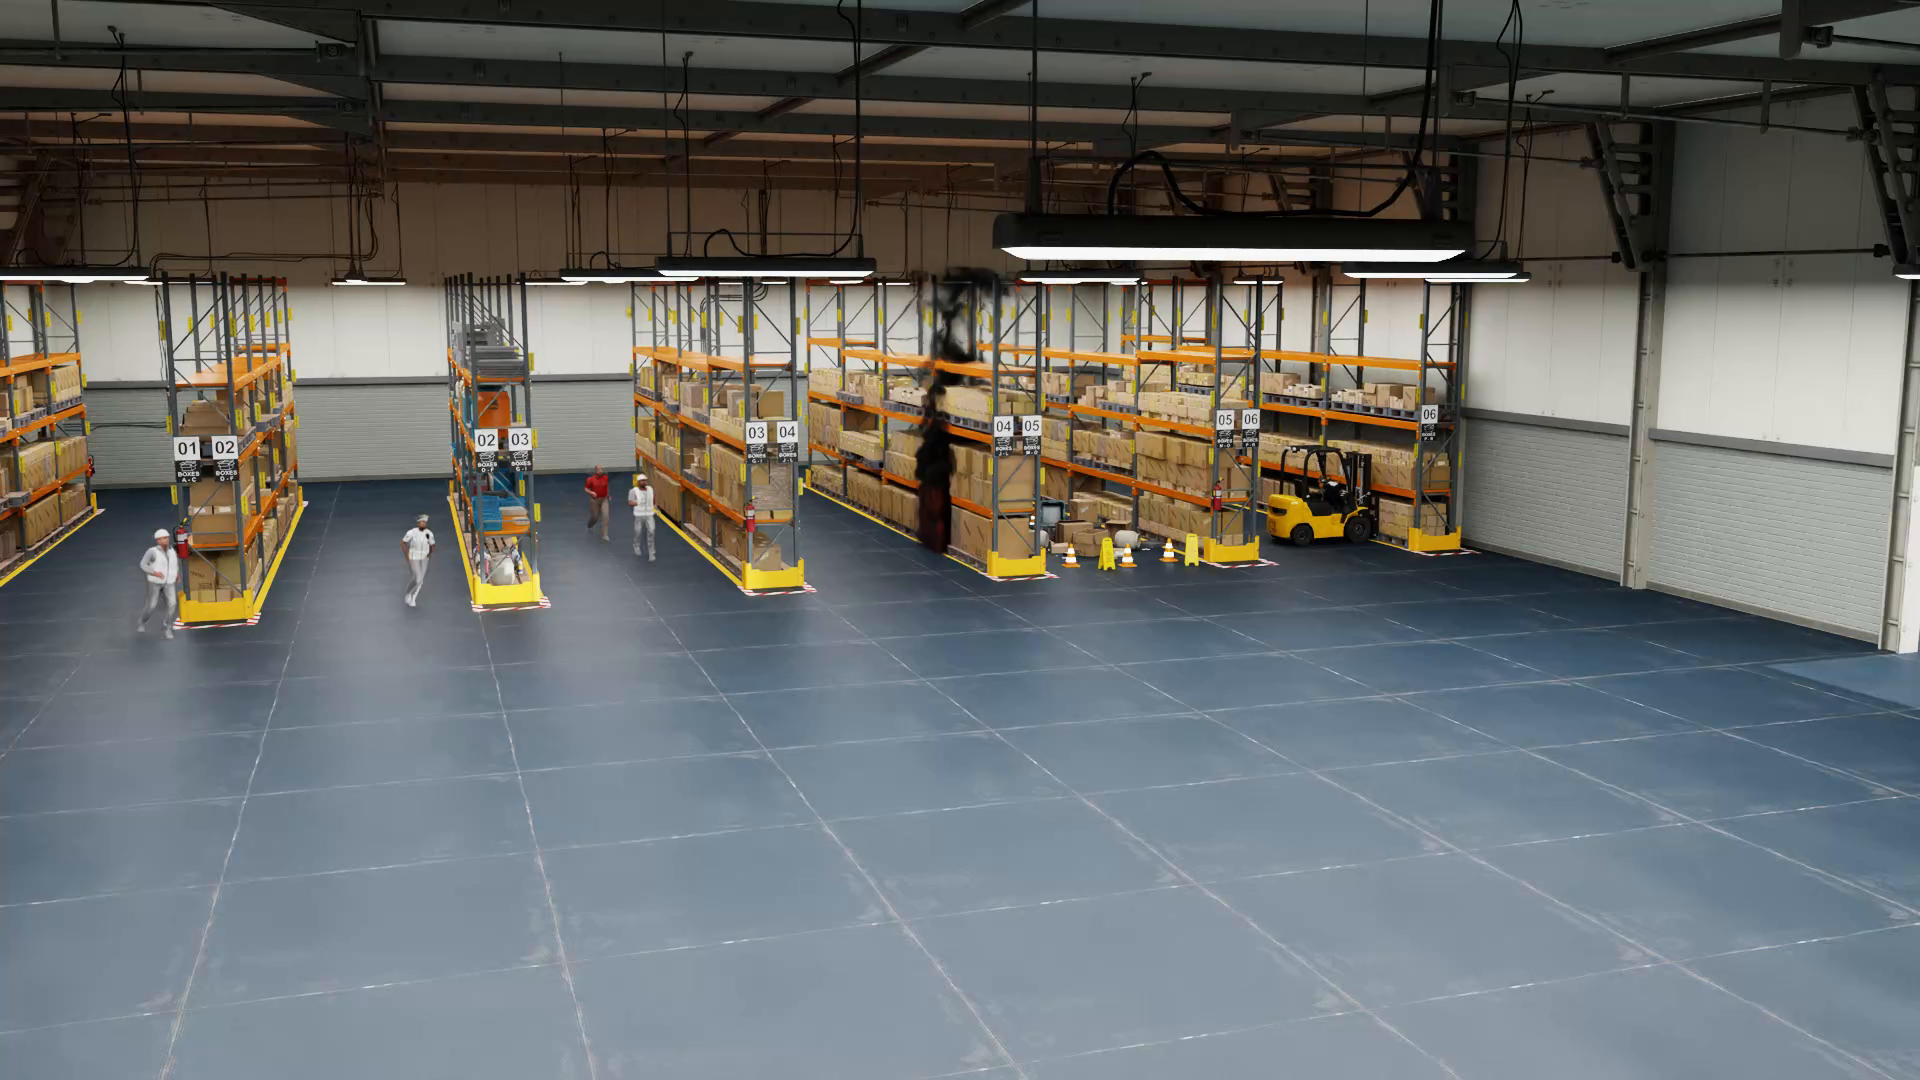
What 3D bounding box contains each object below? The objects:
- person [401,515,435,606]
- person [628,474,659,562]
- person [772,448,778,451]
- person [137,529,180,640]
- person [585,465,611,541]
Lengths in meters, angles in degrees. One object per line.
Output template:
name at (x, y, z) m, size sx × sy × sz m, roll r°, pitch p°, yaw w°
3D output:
person at (-9.817, 0.365, 30.258) m, size 0.578 × 1.660 × 0.529 m, roll -7°, pitch 11°, yaw -39°
person at (-6.716, -0.494, 35.301) m, size 0.668 × 1.814 × 0.903 m, roll -4°, pitch 9°, yaw -24°
person at (-5.757, -2.304, 48.005) m, size 0.758 × 1.579 × 0.830 m, roll 5°, pitch 10°, yaw 29°
person at (-13.211, 0.717, 27.552) m, size 0.836 × 1.790 × 0.734 m, roll 7°, pitch 11°, yaw 39°
person at (-8.320, -0.881, 38.229) m, size 0.647 × 1.719 × 0.936 m, roll -5°, pitch 10°, yaw -30°
